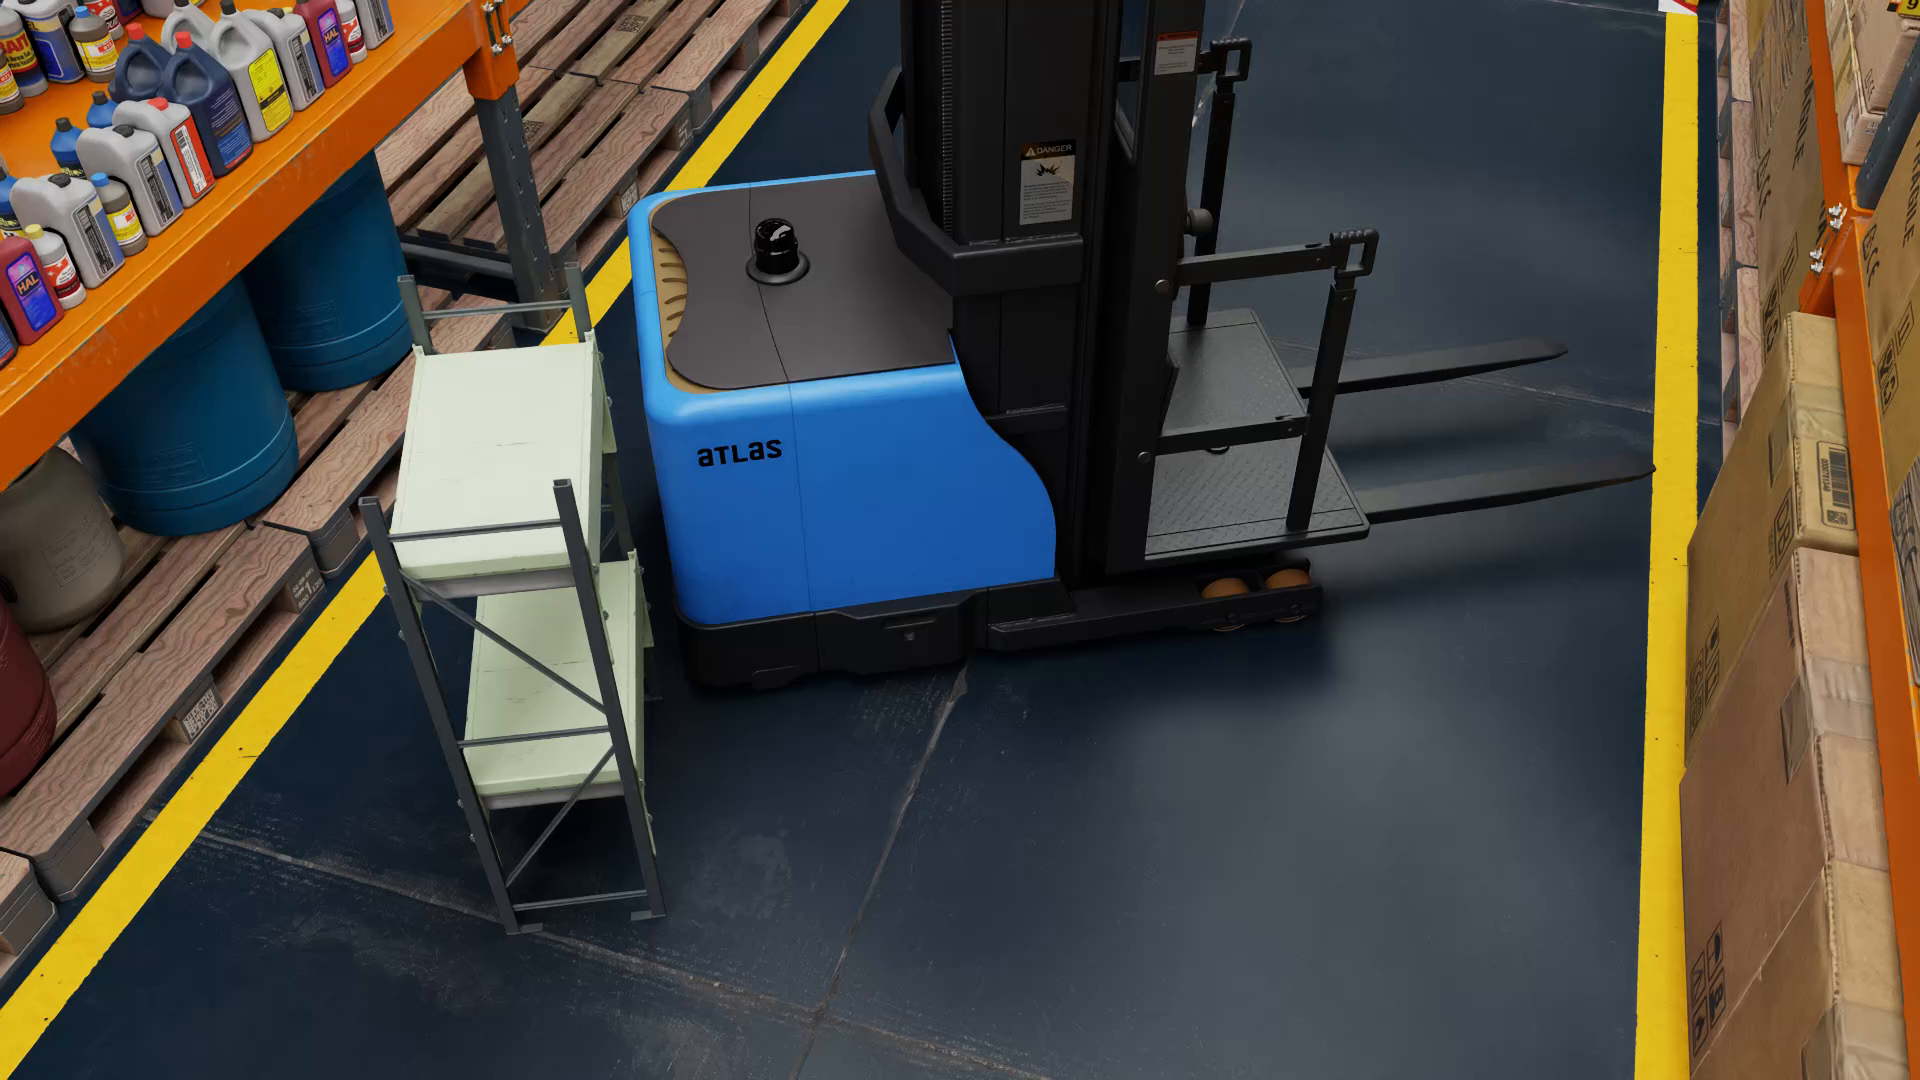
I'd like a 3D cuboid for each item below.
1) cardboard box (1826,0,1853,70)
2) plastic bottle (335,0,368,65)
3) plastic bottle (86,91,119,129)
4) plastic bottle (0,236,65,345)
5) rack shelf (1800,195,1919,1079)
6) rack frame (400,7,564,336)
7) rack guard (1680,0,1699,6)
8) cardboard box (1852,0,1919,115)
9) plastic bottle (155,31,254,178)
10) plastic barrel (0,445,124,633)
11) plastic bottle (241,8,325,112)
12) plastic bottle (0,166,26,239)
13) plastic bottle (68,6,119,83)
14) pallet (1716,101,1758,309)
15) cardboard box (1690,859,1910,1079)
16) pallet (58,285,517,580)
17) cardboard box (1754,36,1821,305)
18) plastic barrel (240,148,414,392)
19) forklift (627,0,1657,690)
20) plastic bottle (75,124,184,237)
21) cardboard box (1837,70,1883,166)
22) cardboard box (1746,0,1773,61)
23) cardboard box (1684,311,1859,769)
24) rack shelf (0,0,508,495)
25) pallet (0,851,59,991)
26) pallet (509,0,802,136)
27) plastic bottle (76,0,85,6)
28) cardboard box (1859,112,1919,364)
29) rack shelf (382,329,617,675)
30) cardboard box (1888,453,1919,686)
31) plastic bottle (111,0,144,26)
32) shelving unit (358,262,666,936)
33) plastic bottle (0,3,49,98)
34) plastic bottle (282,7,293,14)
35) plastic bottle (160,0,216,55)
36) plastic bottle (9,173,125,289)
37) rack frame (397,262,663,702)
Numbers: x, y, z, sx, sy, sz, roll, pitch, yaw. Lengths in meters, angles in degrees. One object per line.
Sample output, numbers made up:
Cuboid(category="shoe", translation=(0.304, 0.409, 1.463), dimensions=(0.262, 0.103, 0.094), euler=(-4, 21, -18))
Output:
Cuboid(category="cardboard box", translation=(2.710, -1.433, 4.750), dimensions=(0.380, 0.149, 0.250), euler=(12, 46, 12))
Cuboid(category="plastic bottle", translation=(-1.767, -1.472, 4.751), dimensions=(0.097, 0.201, 0.097), euler=(0, 44, 0))
Cuboid(category="plastic bottle", translation=(-2.145, -1.014, 4.234), dimensions=(0.097, 0.271, 0.097), euler=(0, 44, 0))
Cuboid(category="plastic bottle", translation=(-2.159, -0.596, 3.798), dimensions=(0.061, 0.283, 0.133), euler=(13, 46, 13))
Cuboid(category="rack shelf", translation=(2.168, 0.682, 2.922), dimensions=(1.077, 0.370, 4.000), euler=(13, 46, 13))
Cuboid(category="rack frame", translation=(-1.946, -1.957, 5.105), dimensions=(1.000, 3.000, 0.127), euler=(13, 46, 13))
Cuboid(category="rack guard", translation=(3.993, -2.697, 7.648), dimensions=(1.175, 0.500, 0.348), euler=(13, 46, 13))
Cuboid(category="cardboard box", translation=(2.658, -1.310, 4.339), dimensions=(0.500, 0.250, 0.500), euler=(12, 46, 12))
Cuboid(category="plastic bottle", translation=(-1.969, -1.134, 4.299), dimensions=(0.144, 0.351, 0.185), euler=(13, 46, 13))
Cuboid(category="plastic barrel", translation=(-2.598, -0.029, 4.614), dimensions=(0.421, 0.512, 0.421), euler=(0, 44, 0))
Cuboid(category="plastic bottle", translation=(-1.868, -1.338, 4.561), dimensions=(0.152, 0.276, 0.135), euler=(13, 46, 13))
Cuboid(category="plastic bottle", translation=(-2.256, -0.770, 3.984), dimensions=(0.097, 0.271, 0.097), euler=(0, 44, 0))
Cuboid(category="plastic bottle", translation=(-2.436, -1.400, 4.678), dimensions=(0.097, 0.201, 0.097), euler=(0, 44, 0))
Cuboid(category="pallet", translation=(3.447, -1.217, 6.343), dimensions=(1.003, 0.211, 1.213), euler=(13, 46, 12))
Cuboid(category="cardboard box", translation=(2.069, 1.320, 2.976), dimensions=(1.225, 0.875, 0.875), euler=(13, 46, 13))
Cuboid(category="pallet", translation=(-2.220, -0.455, 5.564), dimensions=(1.003, 0.211, 1.213), euler=(13, 46, 13))
Cuboid(category="cardboard box", translation=(3.323, -1.321, 5.675), dimensions=(0.875, 0.875, 0.875), euler=(13, 46, 13))
Cuboid(category="plastic barrel", translation=(-2.127, -0.998, 5.325), dimensions=(0.600, 0.901, 0.708), euler=(13, 46, 13))
Cuboid(category="forklift", translation=(0.612, -1.131, 4.310), dimensions=(3.031, 2.935, 1.130), euler=(-8, 45, -8))
Cuboid(category="plastic bottle", translation=(-2.062, -0.912, 4.126), dimensions=(0.152, 0.276, 0.135), euler=(13, 46, 13))
Cuboid(category="cardboard box", translation=(2.554, -1.091, 4.399), dimensions=(0.380, 0.149, 0.250), euler=(13, 46, 13))
Cuboid(category="cardboard box", translation=(3.868, -2.521, 6.901), dimensions=(0.875, 0.875, 0.875), euler=(13, 46, 13))
Cuboid(category="cardboard box", translation=(2.599, 0.132, 4.189), dimensions=(1.225, 0.875, 0.875), euler=(13, 46, 13))
Cuboid(category="rack shelf", translation=(-2.552, -0.367, 3.994), dimensions=(1.077, 0.370, 4.000), euler=(13, 46, 13))
Cuboid(category="pallet", translation=(-2.959, 1.172, 3.902), dimensions=(1.003, 0.211, 1.213), euler=(13, 46, 13))
Cuboid(category="pallet", translation=(-1.393, -2.274, 7.423), dimensions=(1.003, 0.211, 1.213), euler=(13, 46, 13))
Cuboid(category="plastic bottle", translation=(-2.551, -1.522, 4.753), dimensions=(0.097, 0.271, 0.097), euler=(0, 44, 0))
Cuboid(category="cardboard box", translation=(2.397, -0.690, 3.739), dimensions=(0.500, 0.500, 0.500), euler=(13, 46, 13))
Cuboid(category="rack shelf", translation=(-1.003, -0.090, 3.711), dimensions=(0.431, 0.370, 0.720), euler=(-6, 45, -6))
Cuboid(category="cardboard box", translation=(2.093, -0.021, 3.055), dimensions=(0.500, 0.500, 0.500), euler=(12, 46, 12))
Cuboid(category="plastic bottle", translation=(-2.504, -1.672, 4.898), dimensions=(0.061, 0.283, 0.133), euler=(13, 46, 13))
Cuboid(category="shelving unit", translation=(-1.003, 0.189, 3.984), dimensions=(0.431, 1.500, 0.755), euler=(-6, 45, -6))
Cuboid(category="plastic bottle", translation=(-2.622, -1.368, 4.595), dimensions=(0.097, 0.271, 0.097), euler=(0, 44, 0))
Cuboid(category="plastic bottle", translation=(-1.865, -1.396, 4.674), dimensions=(0.097, 0.201, 0.097), euler=(0, 44, 0))
Cuboid(category="plastic bottle", translation=(-2.050, -1.288, 4.457), dimensions=(0.144, 0.351, 0.185), euler=(13, 46, 13))
Cuboid(category="plastic bottle", translation=(-2.132, -0.757, 3.968), dimensions=(0.152, 0.276, 0.135), euler=(13, 46, 13))
Cuboid(category="rack frame", translation=(-1.053, -0.064, 4.243), dimensions=(0.400, 1.500, 0.023), euler=(-6, 45, -6))
